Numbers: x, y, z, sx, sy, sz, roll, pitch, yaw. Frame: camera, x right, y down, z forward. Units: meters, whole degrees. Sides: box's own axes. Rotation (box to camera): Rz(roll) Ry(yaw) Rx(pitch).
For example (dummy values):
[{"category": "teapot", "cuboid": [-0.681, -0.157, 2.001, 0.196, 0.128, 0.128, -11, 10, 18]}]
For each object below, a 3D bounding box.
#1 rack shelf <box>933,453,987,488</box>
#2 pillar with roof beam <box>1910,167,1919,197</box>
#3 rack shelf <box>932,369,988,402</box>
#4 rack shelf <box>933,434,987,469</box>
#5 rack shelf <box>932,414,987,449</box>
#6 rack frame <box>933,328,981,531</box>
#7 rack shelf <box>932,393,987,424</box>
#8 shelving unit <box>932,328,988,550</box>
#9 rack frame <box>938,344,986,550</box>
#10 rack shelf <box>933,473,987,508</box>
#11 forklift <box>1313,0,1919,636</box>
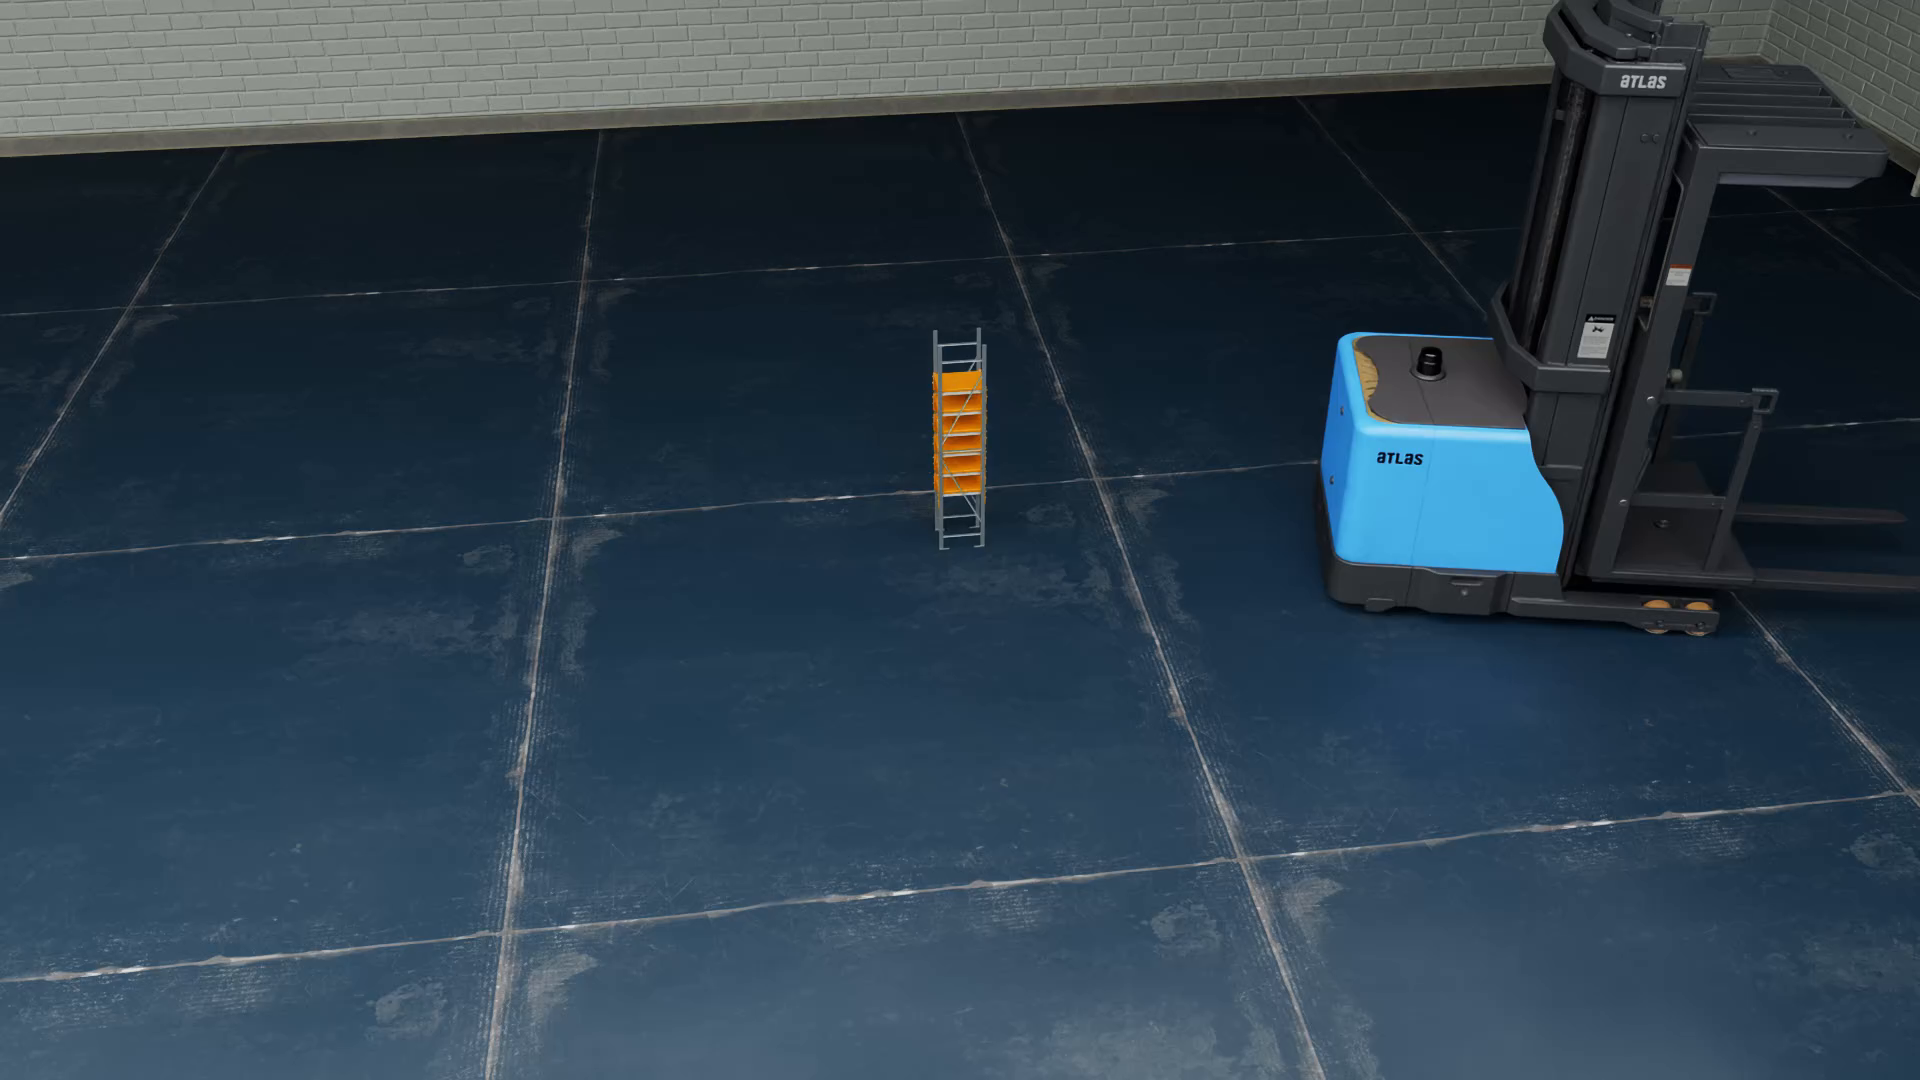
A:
[{"category": "rack shelf", "cuboid": [-0.002, -0.368, 8.645, 0.258, 0.103, 0.180, -4, 35, -6]}, {"category": "pillar with roof beam", "cuboid": [3.213, -5.953, 9.623, 9.100, 9.000, 0.400, -4, 35, -6]}, {"category": "rack shelf", "cuboid": [-0.002, -0.765, 8.375, 0.258, 0.103, 0.180, -4, 35, -6]}, {"category": "rack shelf", "cuboid": [-0.002, -0.467, 8.578, 0.258, 0.103, 0.180, -4, 35, -6]}, {"category": "rack shelf", "cuboid": [-0.002, -0.566, 8.510, 0.258, 0.103, 0.180, -4, 35, -6]}, {"category": "rack frame", "cuboid": [-0.014, -0.555, 8.628, 0.240, 1.200, 0.006, -4, 35, -6]}, {"category": "rack shelf", "cuboid": [-0.002, -0.665, 8.442, 0.258, 0.103, 0.180, -4, 35, -6]}, {"category": "shelving unit", "cuboid": [-0.002, -0.504, 8.553, 0.258, 1.200, 0.189, -4, 35, -6]}, {"category": "rack frame", "cuboid": [0.010, -0.453, 8.478, 0.240, 1.200, 0.006, -4, 35, -6]}, {"category": "rack shelf", "cuboid": [-0.002, -0.269, 8.713, 0.258, 0.103, 0.180, -4, 35, -6]}, {"category": "forklift", "cuboid": [3.394, -1.054, 7.823, 3.031, 2.935, 1.130, 3, 34, 4]}]
